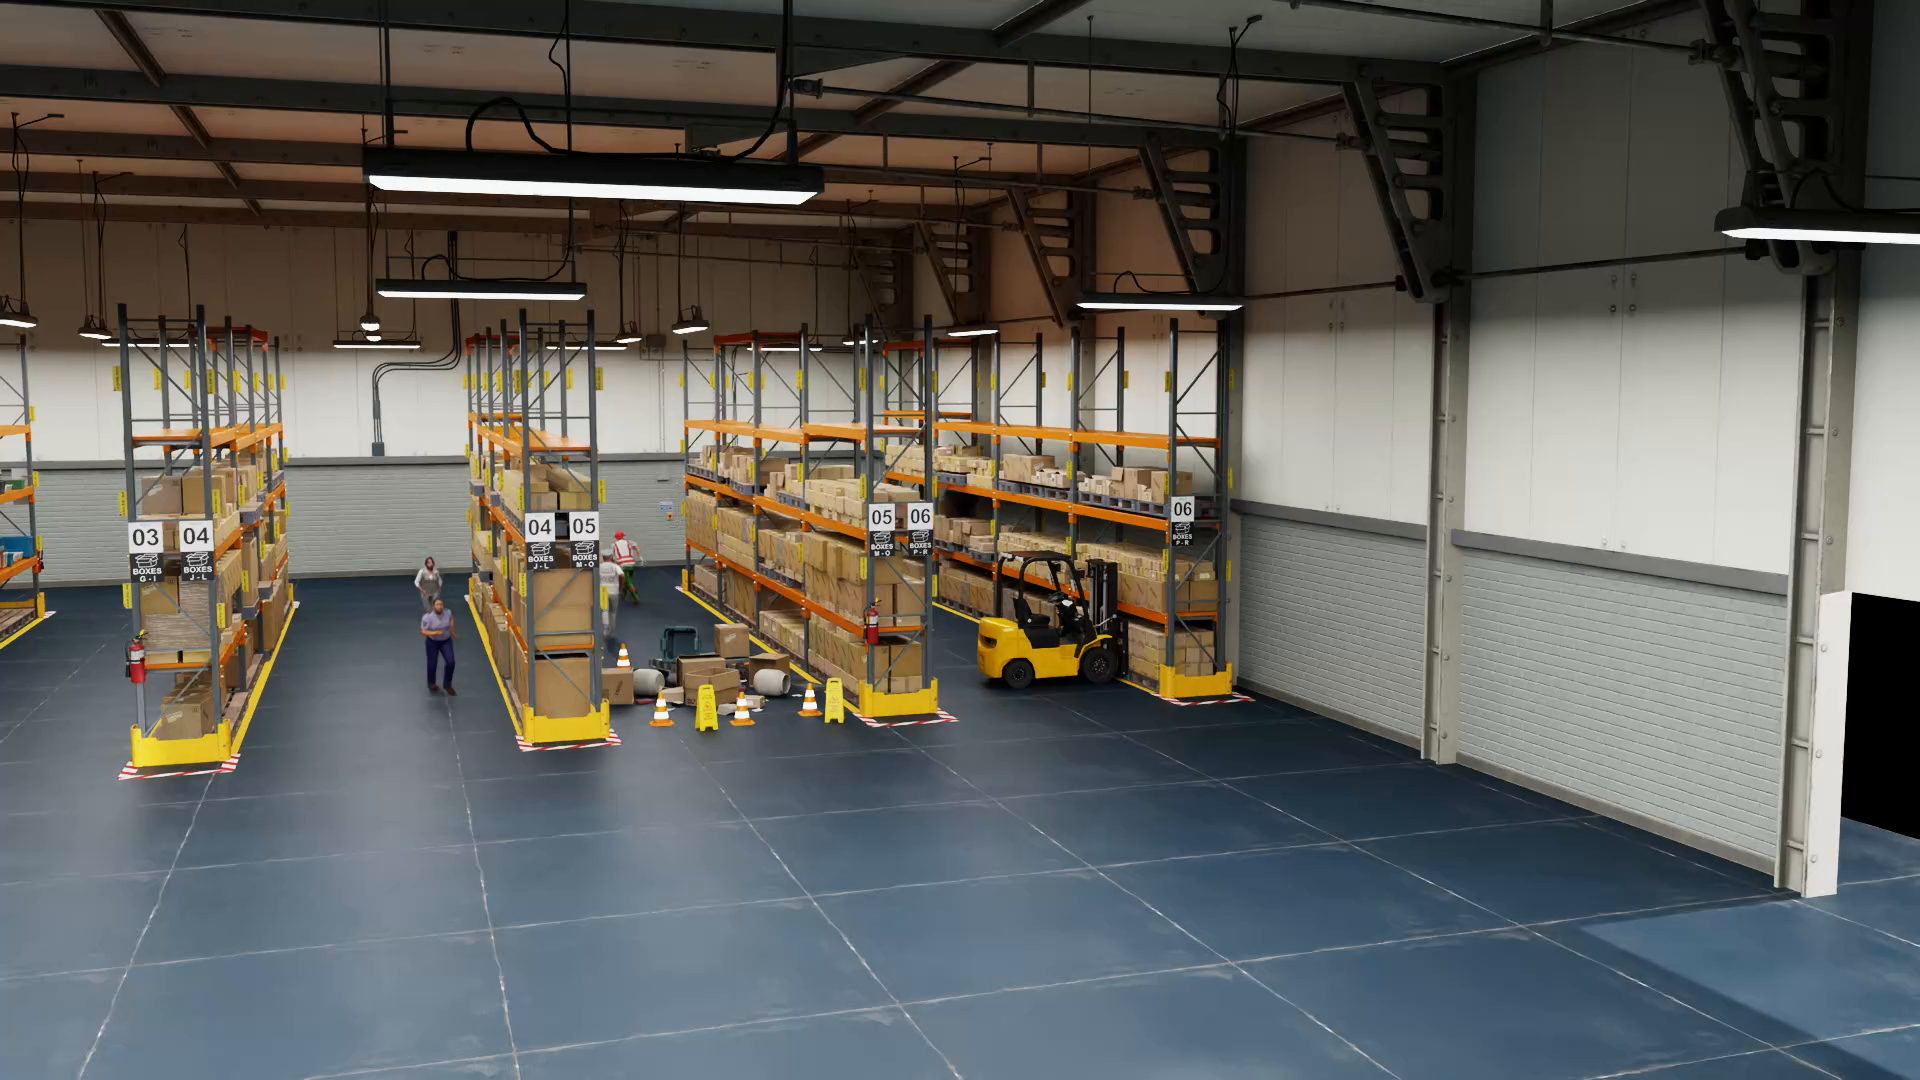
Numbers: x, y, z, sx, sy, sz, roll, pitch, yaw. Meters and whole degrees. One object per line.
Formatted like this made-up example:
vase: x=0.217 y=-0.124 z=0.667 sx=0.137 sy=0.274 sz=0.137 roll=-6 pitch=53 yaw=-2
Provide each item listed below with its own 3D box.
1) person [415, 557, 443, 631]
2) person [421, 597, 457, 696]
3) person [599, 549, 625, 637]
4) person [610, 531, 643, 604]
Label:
person: x=-10.641 y=1.092 z=33.306 sx=0.539 sy=1.534 sz=0.574 roll=-3 pitch=6 yaw=-27
person: x=-8.345 y=1.704 z=26.649 sx=0.599 sy=1.595 sz=0.935 roll=-3 pitch=6 yaw=-28
person: x=-6.840 y=1.066 z=32.278 sx=0.652 sy=1.790 sz=0.957 roll=-1 pitch=6 yaw=-15
person: x=-7.498 y=0.626 z=37.454 sx=0.695 sy=1.603 sz=1.096 roll=-3 pitch=6 yaw=-30
